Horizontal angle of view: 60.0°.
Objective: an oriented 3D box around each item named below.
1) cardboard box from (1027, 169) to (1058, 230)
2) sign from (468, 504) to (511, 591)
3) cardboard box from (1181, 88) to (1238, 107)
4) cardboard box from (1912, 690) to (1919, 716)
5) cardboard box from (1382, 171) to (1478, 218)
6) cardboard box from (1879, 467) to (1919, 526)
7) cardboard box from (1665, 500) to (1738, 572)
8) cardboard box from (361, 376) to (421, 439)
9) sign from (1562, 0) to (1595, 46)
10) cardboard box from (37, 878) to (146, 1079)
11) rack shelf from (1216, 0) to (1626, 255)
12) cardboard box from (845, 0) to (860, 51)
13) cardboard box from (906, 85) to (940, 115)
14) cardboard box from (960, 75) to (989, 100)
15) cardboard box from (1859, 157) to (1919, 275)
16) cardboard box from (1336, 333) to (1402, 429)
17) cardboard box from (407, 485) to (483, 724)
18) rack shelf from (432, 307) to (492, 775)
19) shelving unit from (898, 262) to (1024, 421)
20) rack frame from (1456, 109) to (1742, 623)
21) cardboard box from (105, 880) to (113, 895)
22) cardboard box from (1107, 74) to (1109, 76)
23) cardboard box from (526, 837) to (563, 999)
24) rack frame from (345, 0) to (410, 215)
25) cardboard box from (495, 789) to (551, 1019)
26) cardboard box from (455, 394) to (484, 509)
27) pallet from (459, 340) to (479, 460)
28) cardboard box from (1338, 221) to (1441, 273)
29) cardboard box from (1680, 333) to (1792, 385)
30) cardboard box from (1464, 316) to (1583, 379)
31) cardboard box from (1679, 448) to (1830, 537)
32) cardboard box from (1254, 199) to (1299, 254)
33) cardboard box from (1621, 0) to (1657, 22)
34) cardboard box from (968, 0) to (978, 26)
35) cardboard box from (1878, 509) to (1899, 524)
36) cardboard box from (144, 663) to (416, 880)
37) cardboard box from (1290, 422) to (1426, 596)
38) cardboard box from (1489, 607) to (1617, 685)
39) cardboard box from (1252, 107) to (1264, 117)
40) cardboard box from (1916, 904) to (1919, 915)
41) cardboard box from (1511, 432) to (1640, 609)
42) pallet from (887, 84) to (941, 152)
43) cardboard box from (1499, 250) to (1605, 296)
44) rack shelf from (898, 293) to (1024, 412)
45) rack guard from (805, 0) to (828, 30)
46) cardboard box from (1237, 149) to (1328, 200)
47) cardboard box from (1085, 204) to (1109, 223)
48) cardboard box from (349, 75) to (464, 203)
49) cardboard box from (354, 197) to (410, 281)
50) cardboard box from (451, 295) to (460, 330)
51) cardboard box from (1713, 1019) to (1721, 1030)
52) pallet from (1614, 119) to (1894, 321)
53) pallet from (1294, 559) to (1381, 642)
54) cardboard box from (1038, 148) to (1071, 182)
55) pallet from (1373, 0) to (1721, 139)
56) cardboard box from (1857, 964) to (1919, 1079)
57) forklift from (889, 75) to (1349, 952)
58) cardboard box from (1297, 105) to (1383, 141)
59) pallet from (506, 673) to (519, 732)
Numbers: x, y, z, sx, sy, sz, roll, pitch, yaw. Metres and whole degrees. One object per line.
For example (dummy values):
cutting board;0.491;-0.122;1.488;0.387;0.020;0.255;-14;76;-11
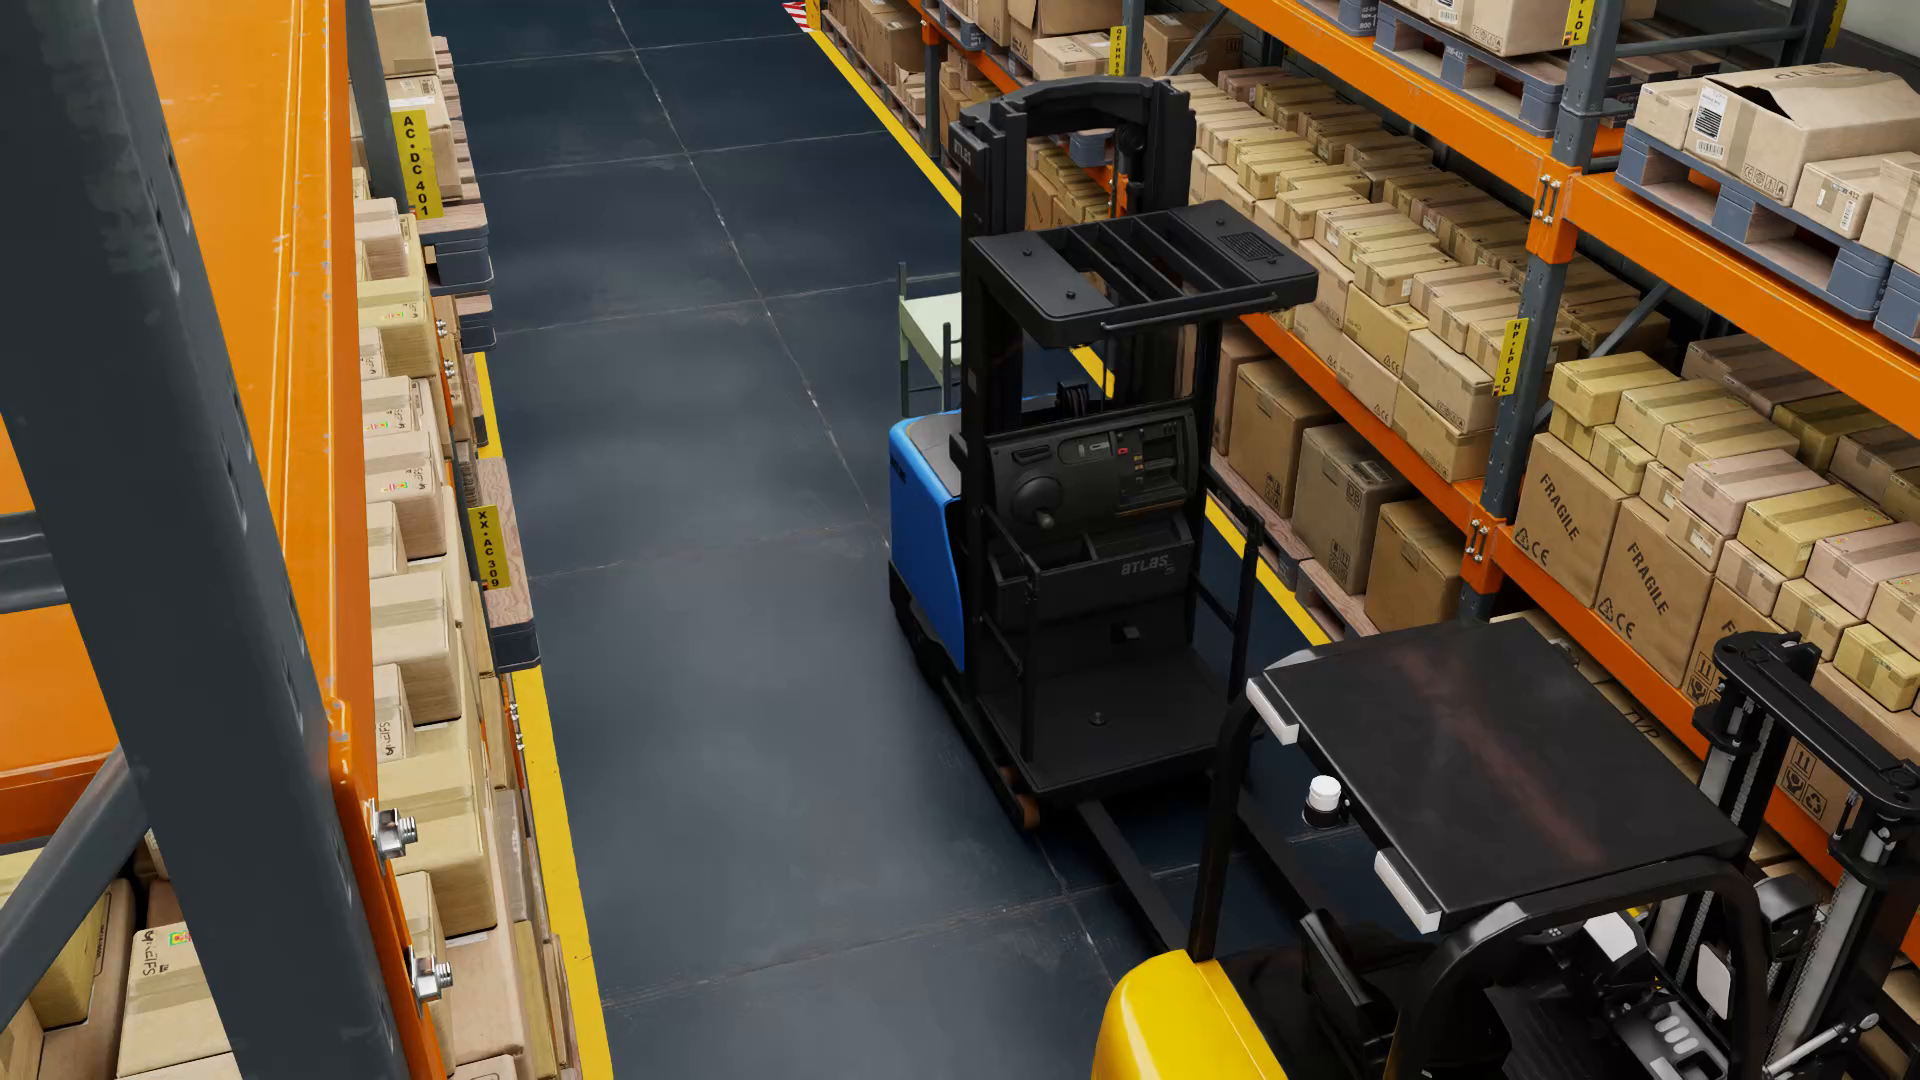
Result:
cardboard box;0.788;-2.309;11.730;0.500;0.500;0.500;-9;34;-13
sign;-1.565;0.028;5.521;0.100;0.325;0.005;-10;35;-15
cardboard box;1.326;-2.408;9.313;0.380;0.149;0.250;-9;35;-14
cardboard box;3.090;0.485;4.935;0.380;0.149;0.250;-10;35;-15
cardboard box;2.323;-1.693;8.232;0.380;0.149;0.250;-10;35;-14
cardboard box;3.359;-0.136;5.605;0.380;0.149;0.250;-11;35;-15
cardboard box;2.685;-0.043;5.735;0.380;0.149;0.250;-9;35;-14
cardboard box;-1.314;-0.195;3.428;0.380;0.149;0.250;-10;35;-14
sign;2.133;-1.854;5.679;0.100;0.325;0.005;-10;35;-15
cardboard box;-1.411;0.782;2.311;0.500;0.250;0.500;-10;35;-15
rack shelf;2.037;-2.353;7.842;1.077;0.370;4.000;-10;35;-15
cardboard box;-0.693;-4.992;15.790;0.700;0.500;0.500;-9;34;-13
cardboard box;-0.243;-3.781;14.276;0.380;0.149;0.250;-11;35;-16
cardboard box;0.221;-3.590;13.079;0.380;0.149;0.250;-11;35;-16
cardboard box;2.811;-0.934;4.692;0.396;0.266;0.258;-11;35;-16
cardboard box;2.086;-0.773;7.655;0.500;0.250;0.500;-10;35;-15
cardboard box;-1.222;0.158;3.256;0.500;0.250;0.500;-9;35;-14
rack shelf;-1.469;0.583;3.397;1.077;0.370;4.000;-10;35;-15
shelving unit;-0.005;-0.629;8.661;0.431;1.500;0.755;-11;35;-15
rack frame;2.647;-0.352;6.881;1.000;3.000;0.127;-10;35;-15
cardboard box;-1.477;0.433;2.477;0.380;0.149;0.250;-10;35;-15
cardboard box;0.861;-2.803;10.437;0.380;0.149;0.250;-9;35;-14
cardboard box;-1.643;1.409;5.649;0.500;0.500;0.500;-10;35;-15
rack frame;-2.079;-2.018;3.961;1.000;3.000;0.127;-10;35;-15
cardboard box;-1.380;1.051;4.398;0.500;0.500;0.500;-9;35;-13
cardboard box;-1.949;-0.151;5.835;0.500;0.500;0.500;-9;35;-14
pallet;-2.656;-0.503;7.284;1.003;0.211;1.213;-10;35;-15
cardboard box;1.984;-1.340;7.697;0.380;0.149;0.250;-11;35;-16
cardboard box;3.032;-0.672;6.416;0.380;0.149;0.250;-10;35;-15
cardboard box;2.331;-0.806;6.890;0.380;0.149;0.250;-9;34;-13
cardboard box;2.695;-0.164;5.648;0.380;0.149;0.250;-9;35;-14
cardboard box;1.804;-1.519;8.330;0.500;0.250;0.500;-10;35;-14
cardboard box;2.575;-2.194;6.705;0.380;0.149;0.250;-10;35;-15
cardboard box;0.265;-3.877;11.957;0.396;0.266;0.258;-8;34;-12
cardboard box;3.275;0.003;5.665;0.380;0.149;0.250;-9;34;-13
cardboard box;-1.055;0.355;2.595;0.380;0.149;0.250;-10;35;-15
cardboard box;2.248;-0.217;8.450;0.875;0.625;0.625;-10;35;-15
cardboard box;2.496;0.510;6.784;0.500;0.250;0.500;-11;35;-15
cardboard box;1.829;-2.409;9.677;0.500;0.250;0.500;-9;35;-14
cardboard box;3.161;0.949;4.821;0.500;0.500;0.500;-11;35;-16
cardboard box;2.534;-0.117;6.435;0.500;0.500;0.500;-11;35;-16
pallet;-0.002;-3.749;14.552;1.003;0.211;1.213;-10;35;-15
cardboard box;2.637;-1.166;7.434;0.380;0.149;0.250;-10;35;-15
rack shelf;-0.005;-0.954;8.445;0.431;0.370;0.720;-11;35;-15
rack guard;-0.990;-5.570;17.045;1.175;0.500;0.348;-10;35;-15
cardboard box;1.647;-1.872;8.502;0.380;0.149;0.250;-9;35;-14
cardboard box;1.035;-2.072;10.782;0.380;0.149;0.250;-12;35;-17
cardboard box;-1.875;-1.254;5.280;0.500;0.250;0.500;-11;35;-16
cardboard box;-1.622;-0.741;4.254;0.380;0.149;0.250;-11;35;-16
cardboard box;-2.572;-1.230;7.469;0.500;0.500;0.500;-12;35;-18
cardboard box;2.957;1.731;5.843;0.500;0.250;0.500;-9;34;-13
pallet;2.932;-1.123;5.408;1.003;0.211;1.213;-10;35;-15
pallet;2.385;0.431;8.226;1.003;0.211;1.213;-10;35;-15
cardboard box;0.770;-2.633;11.631;0.380;0.149;0.250;-11;35;-15
pallet;2.366;-1.985;6.805;0.805;0.209;1.217;-11;35;-17
cardboard box;3.105;1.583;5.159;0.500;0.250;0.500;-10;35;-14
forklift;0.646;-0.234;6.766;1.130;2.935;3.031;-12;35;-18
cardboard box;2.067;-2.246;9.068;0.380;0.149;0.250;-11;35;-16
pallet;-2.694;0.598;7.973;1.003;0.211;1.213;-10;35;-15
